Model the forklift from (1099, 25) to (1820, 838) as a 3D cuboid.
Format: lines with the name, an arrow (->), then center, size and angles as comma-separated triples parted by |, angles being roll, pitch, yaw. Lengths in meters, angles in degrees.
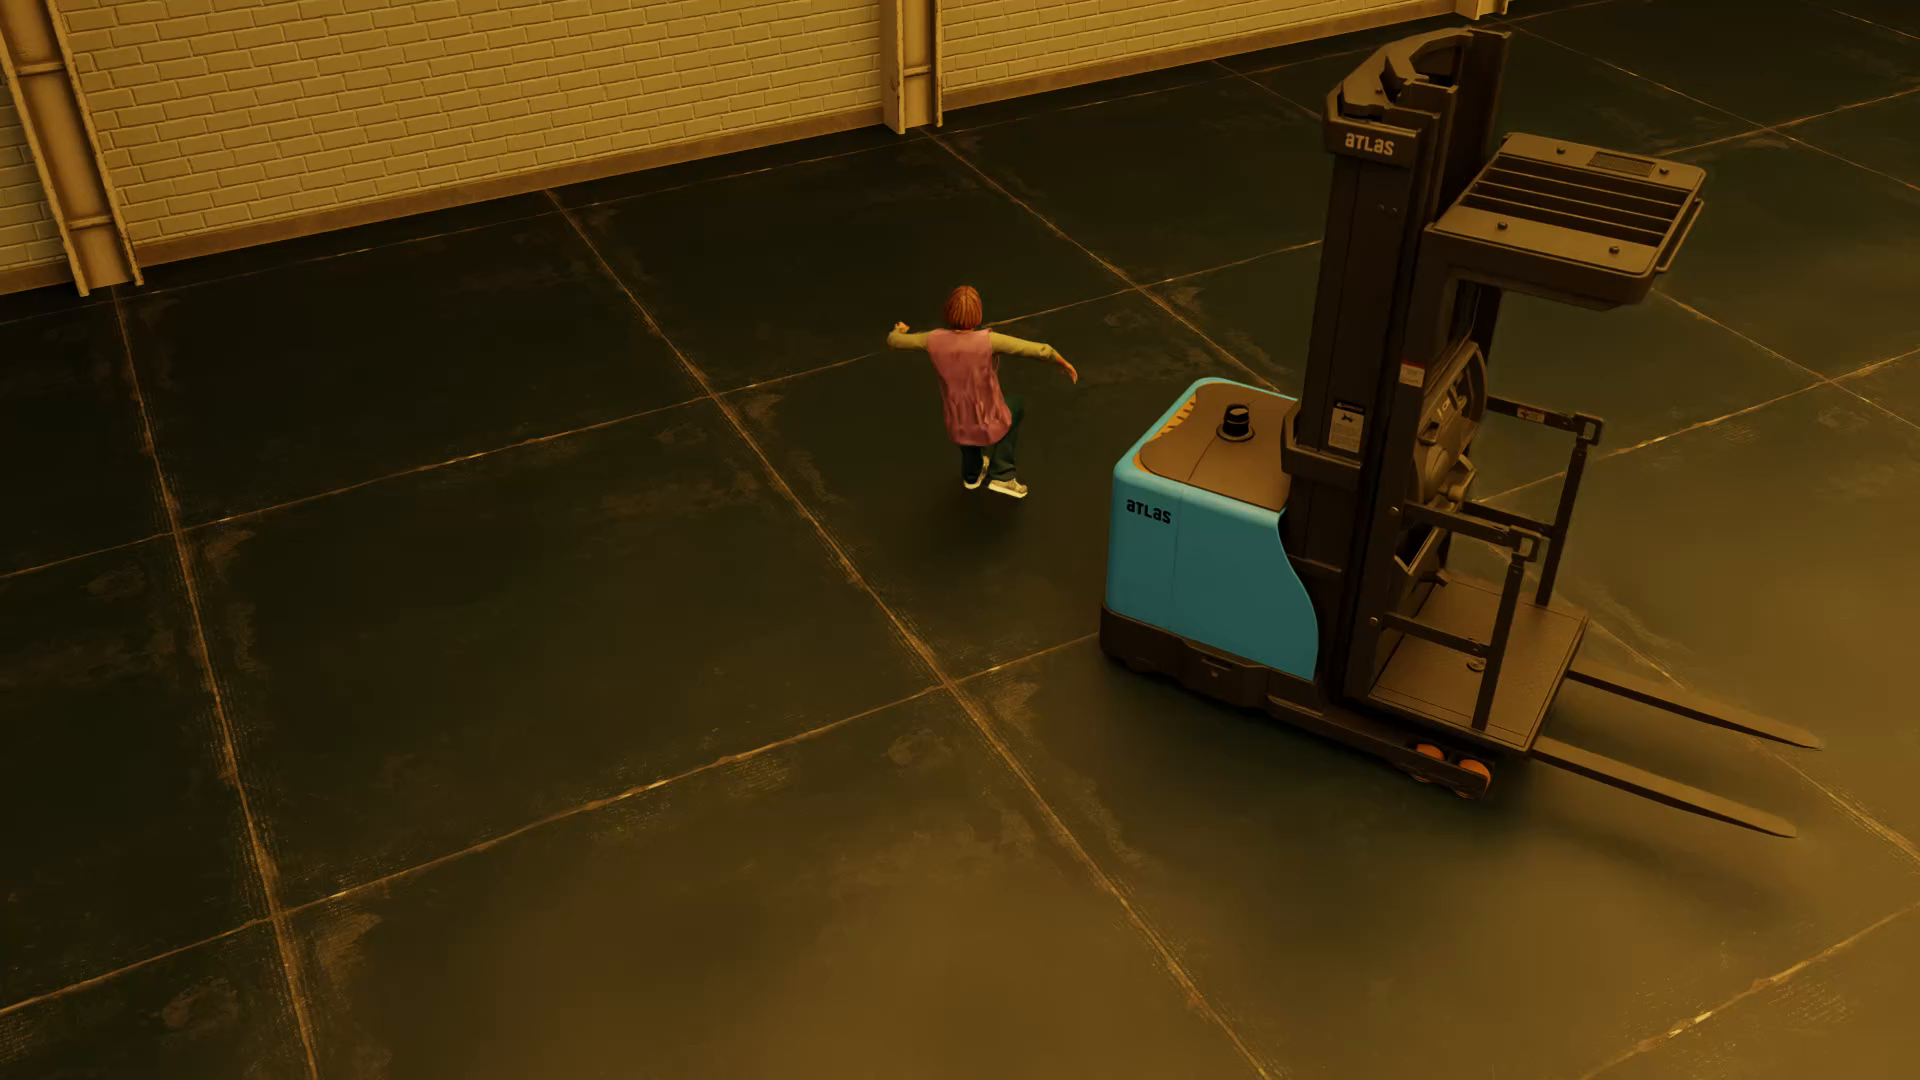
forklift -> 2.188, -0.445, 6.753 | 3.031, 2.935, 1.130 | 19, 39, 25

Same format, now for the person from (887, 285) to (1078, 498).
person -> 0.114, -0.768, 8.535 | 0.999, 1.381, 0.746 | 6, 36, 9
